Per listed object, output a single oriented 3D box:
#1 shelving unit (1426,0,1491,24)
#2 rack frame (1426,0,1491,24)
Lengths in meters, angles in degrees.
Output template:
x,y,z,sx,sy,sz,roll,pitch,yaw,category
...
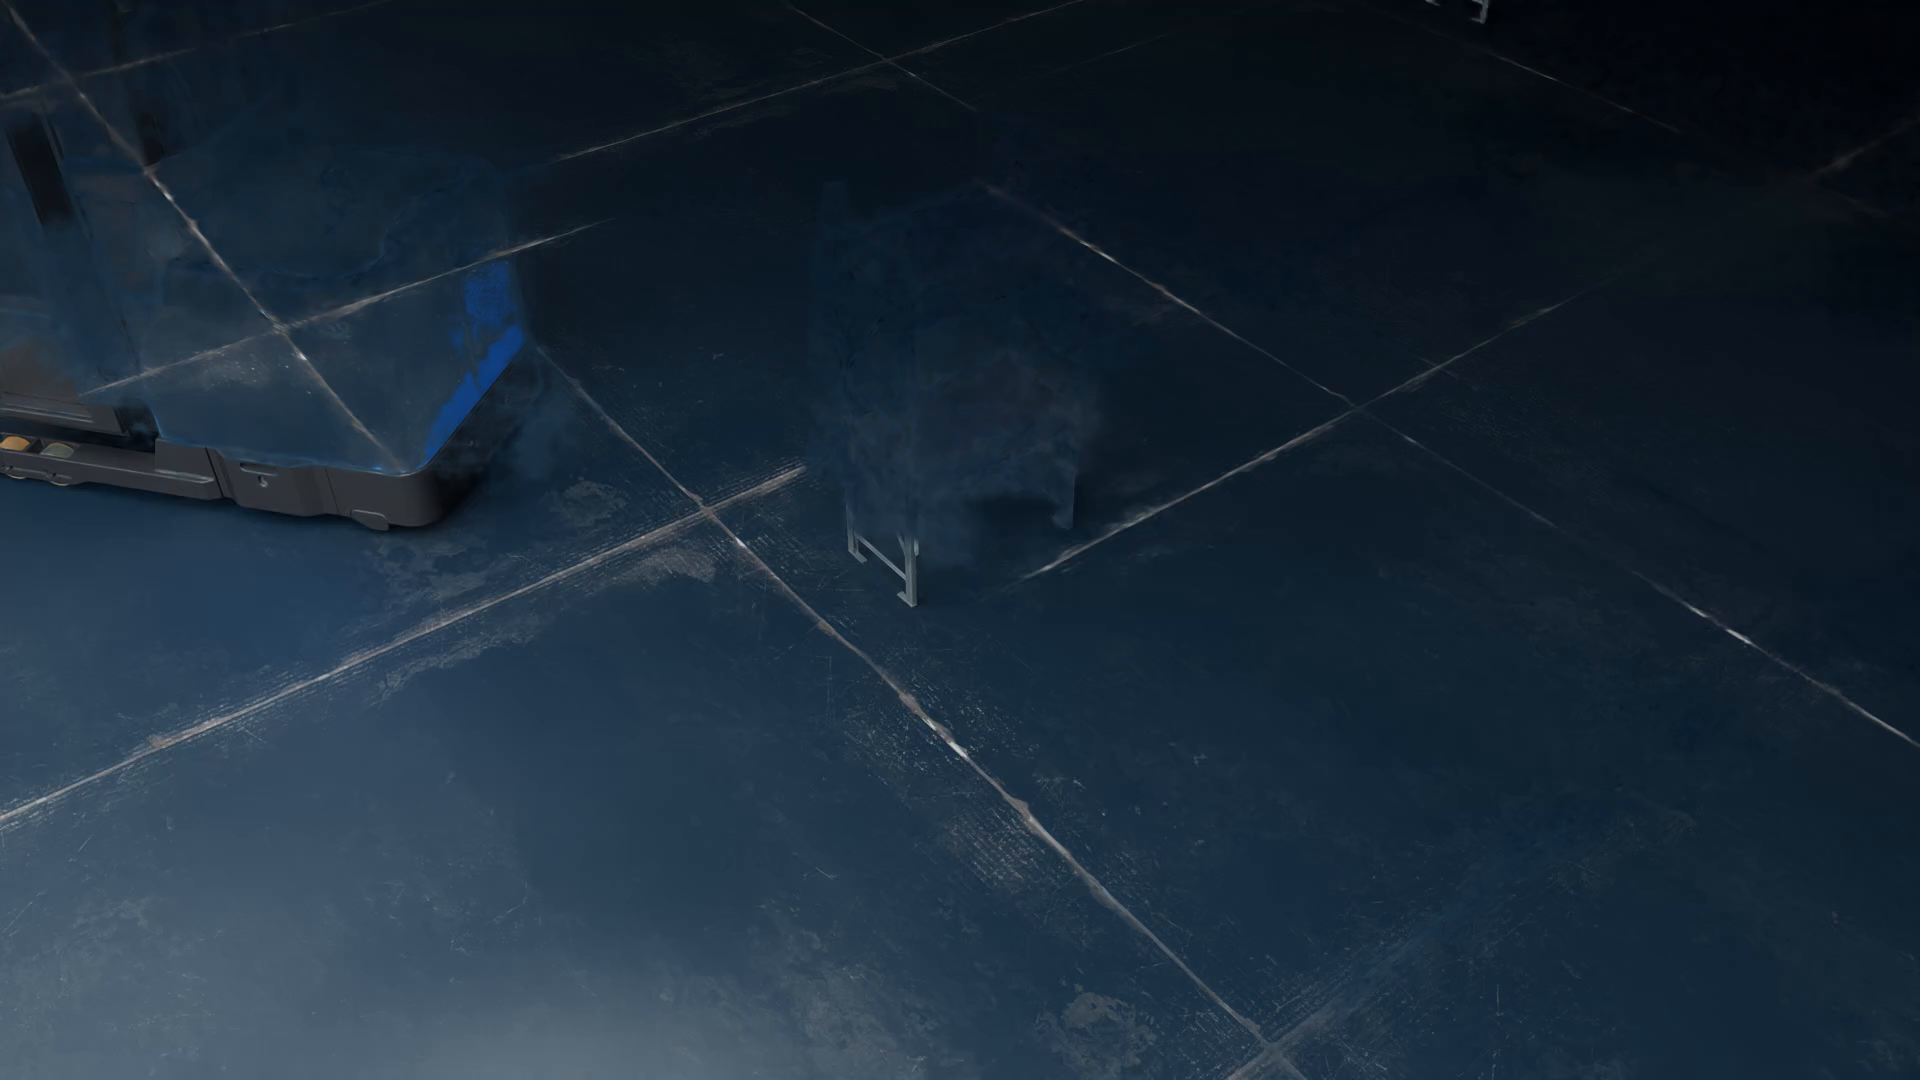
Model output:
x,y,z,sx,sy,sz,roll,pitch,yaw,category
0.005,-0.582,5.777,0.755,1.500,0.431,-26,46,-28,shelving unit
-0.285,-0.441,5.605,0.023,1.500,0.400,-26,46,-28,rack frame
